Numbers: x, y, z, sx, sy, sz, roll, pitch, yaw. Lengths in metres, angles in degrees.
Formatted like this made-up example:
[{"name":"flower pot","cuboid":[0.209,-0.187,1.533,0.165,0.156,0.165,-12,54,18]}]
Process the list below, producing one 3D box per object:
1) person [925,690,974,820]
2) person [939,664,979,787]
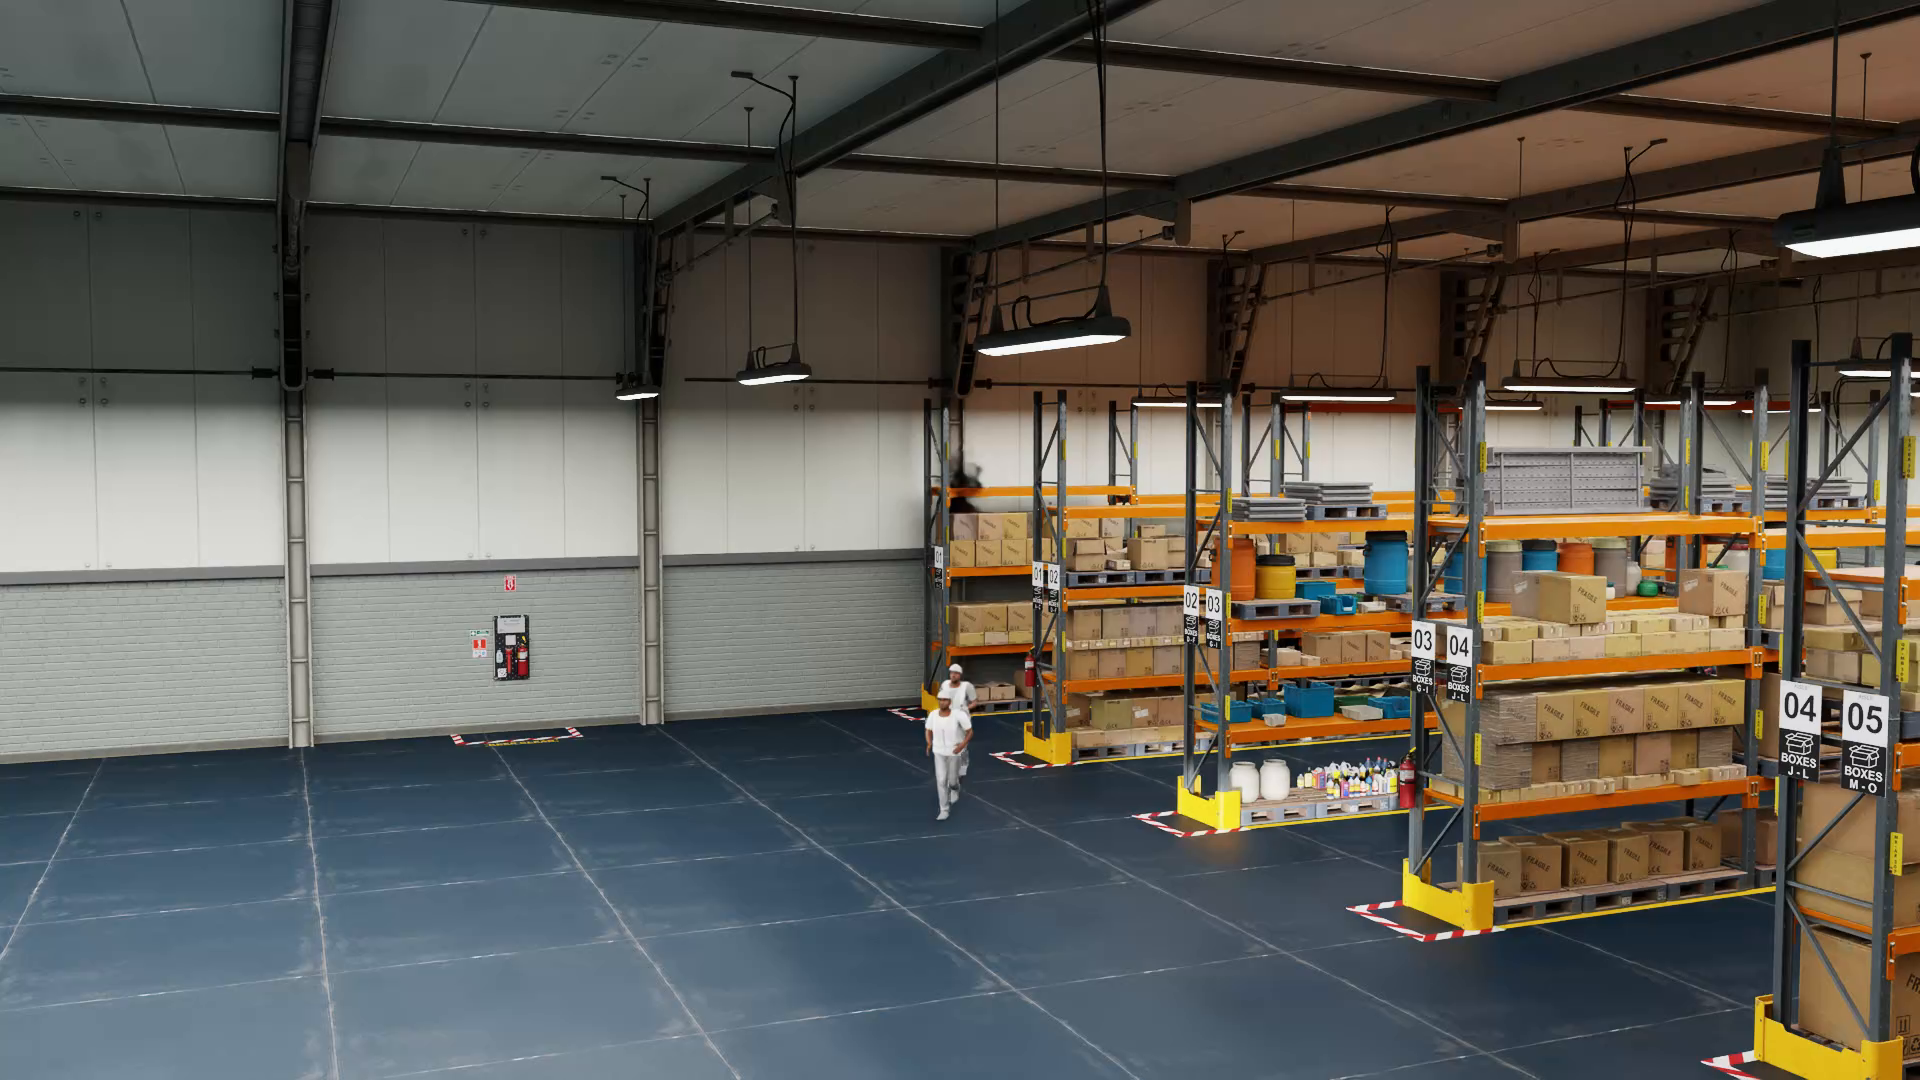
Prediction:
[{"name":"person","cuboid":[-0.155,2.930,22.925,0.692,1.756,0.806,1,3,13]},{"name":"person","cuboid":[-0.042,2.781,25.260,0.668,1.820,0.863,1,3,11]}]
